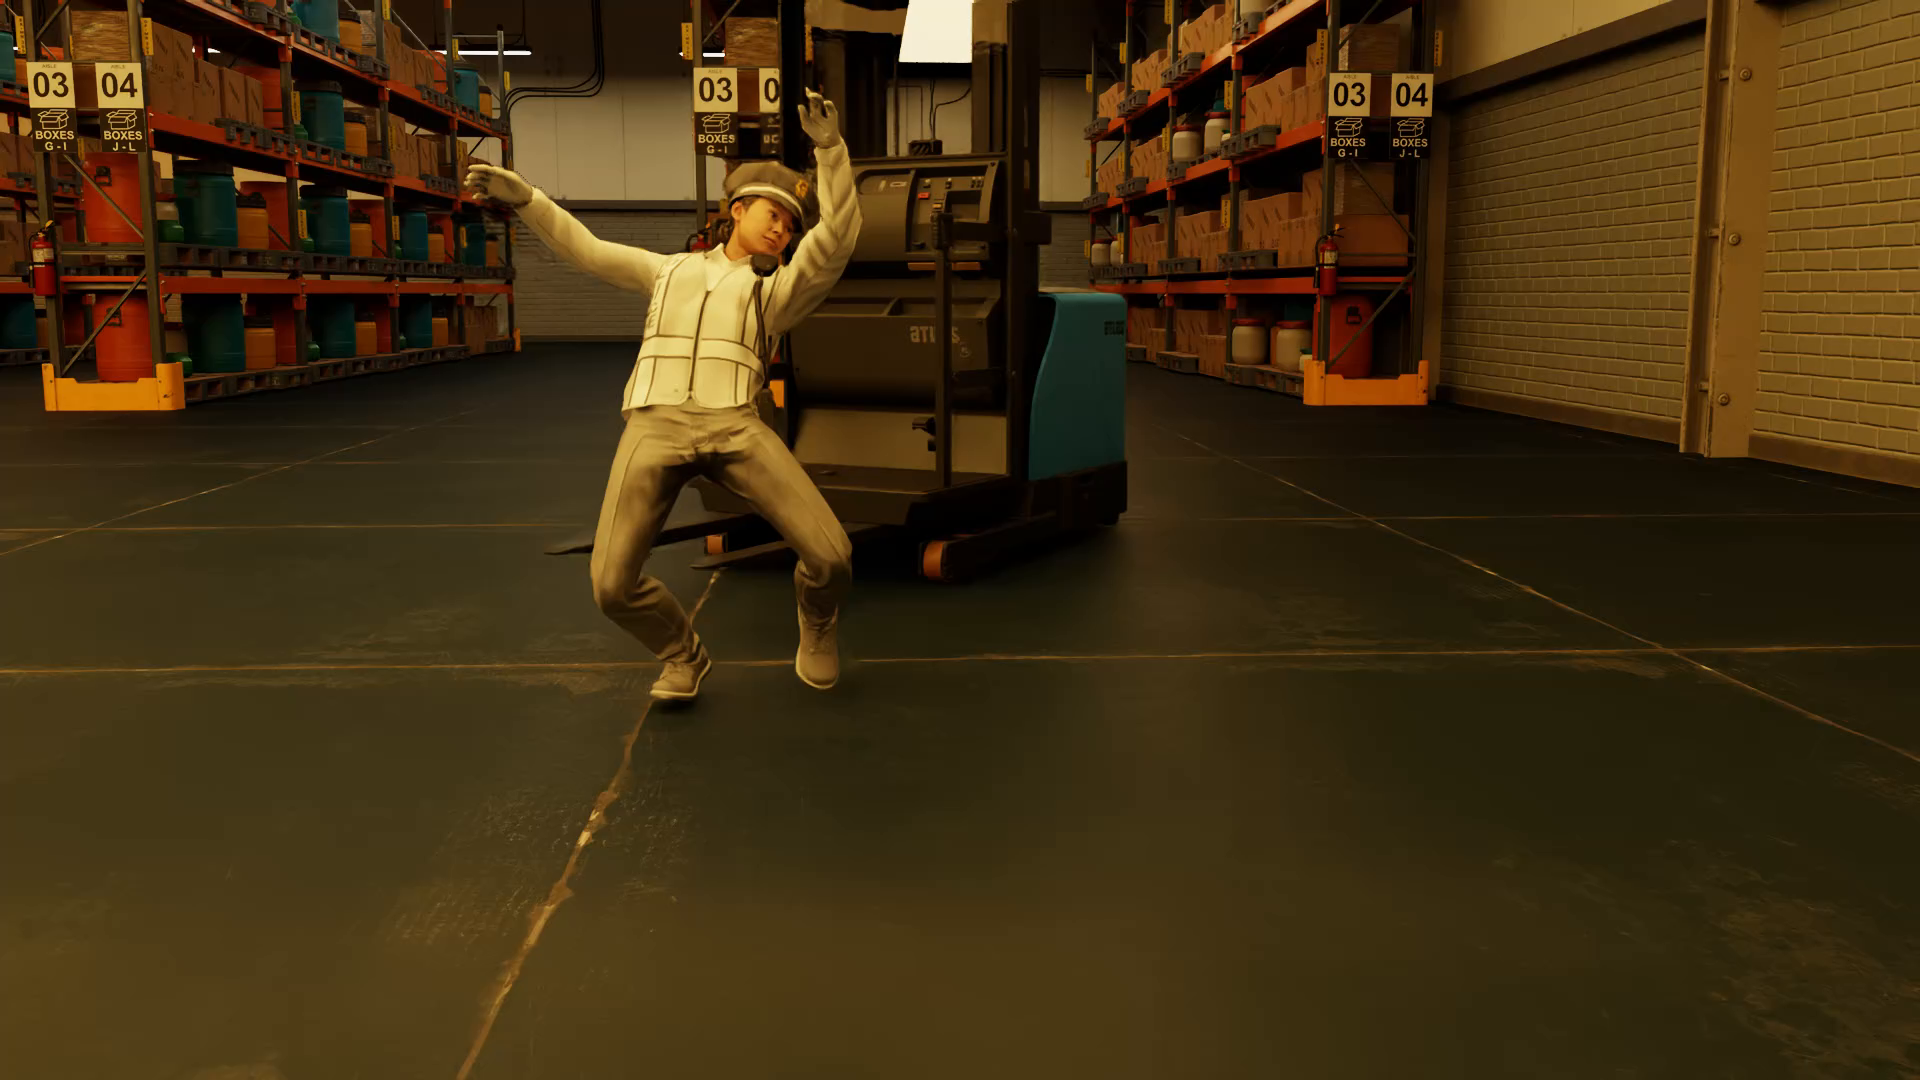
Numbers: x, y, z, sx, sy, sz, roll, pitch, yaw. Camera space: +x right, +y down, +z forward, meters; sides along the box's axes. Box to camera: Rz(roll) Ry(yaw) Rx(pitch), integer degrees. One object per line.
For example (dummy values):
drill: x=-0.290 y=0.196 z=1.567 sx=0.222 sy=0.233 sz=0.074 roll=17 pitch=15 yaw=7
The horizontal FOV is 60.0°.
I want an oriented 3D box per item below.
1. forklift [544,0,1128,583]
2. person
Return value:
forklift: x=-0.370 y=-1.362 z=6.506 sx=1.130 sy=2.935 sz=3.031 roll=5 pitch=10 yaw=28
person: x=-0.721 y=-0.352 z=4.327 sx=0.936 sy=1.537 sz=0.692 roll=0 pitch=8 yaw=-2
